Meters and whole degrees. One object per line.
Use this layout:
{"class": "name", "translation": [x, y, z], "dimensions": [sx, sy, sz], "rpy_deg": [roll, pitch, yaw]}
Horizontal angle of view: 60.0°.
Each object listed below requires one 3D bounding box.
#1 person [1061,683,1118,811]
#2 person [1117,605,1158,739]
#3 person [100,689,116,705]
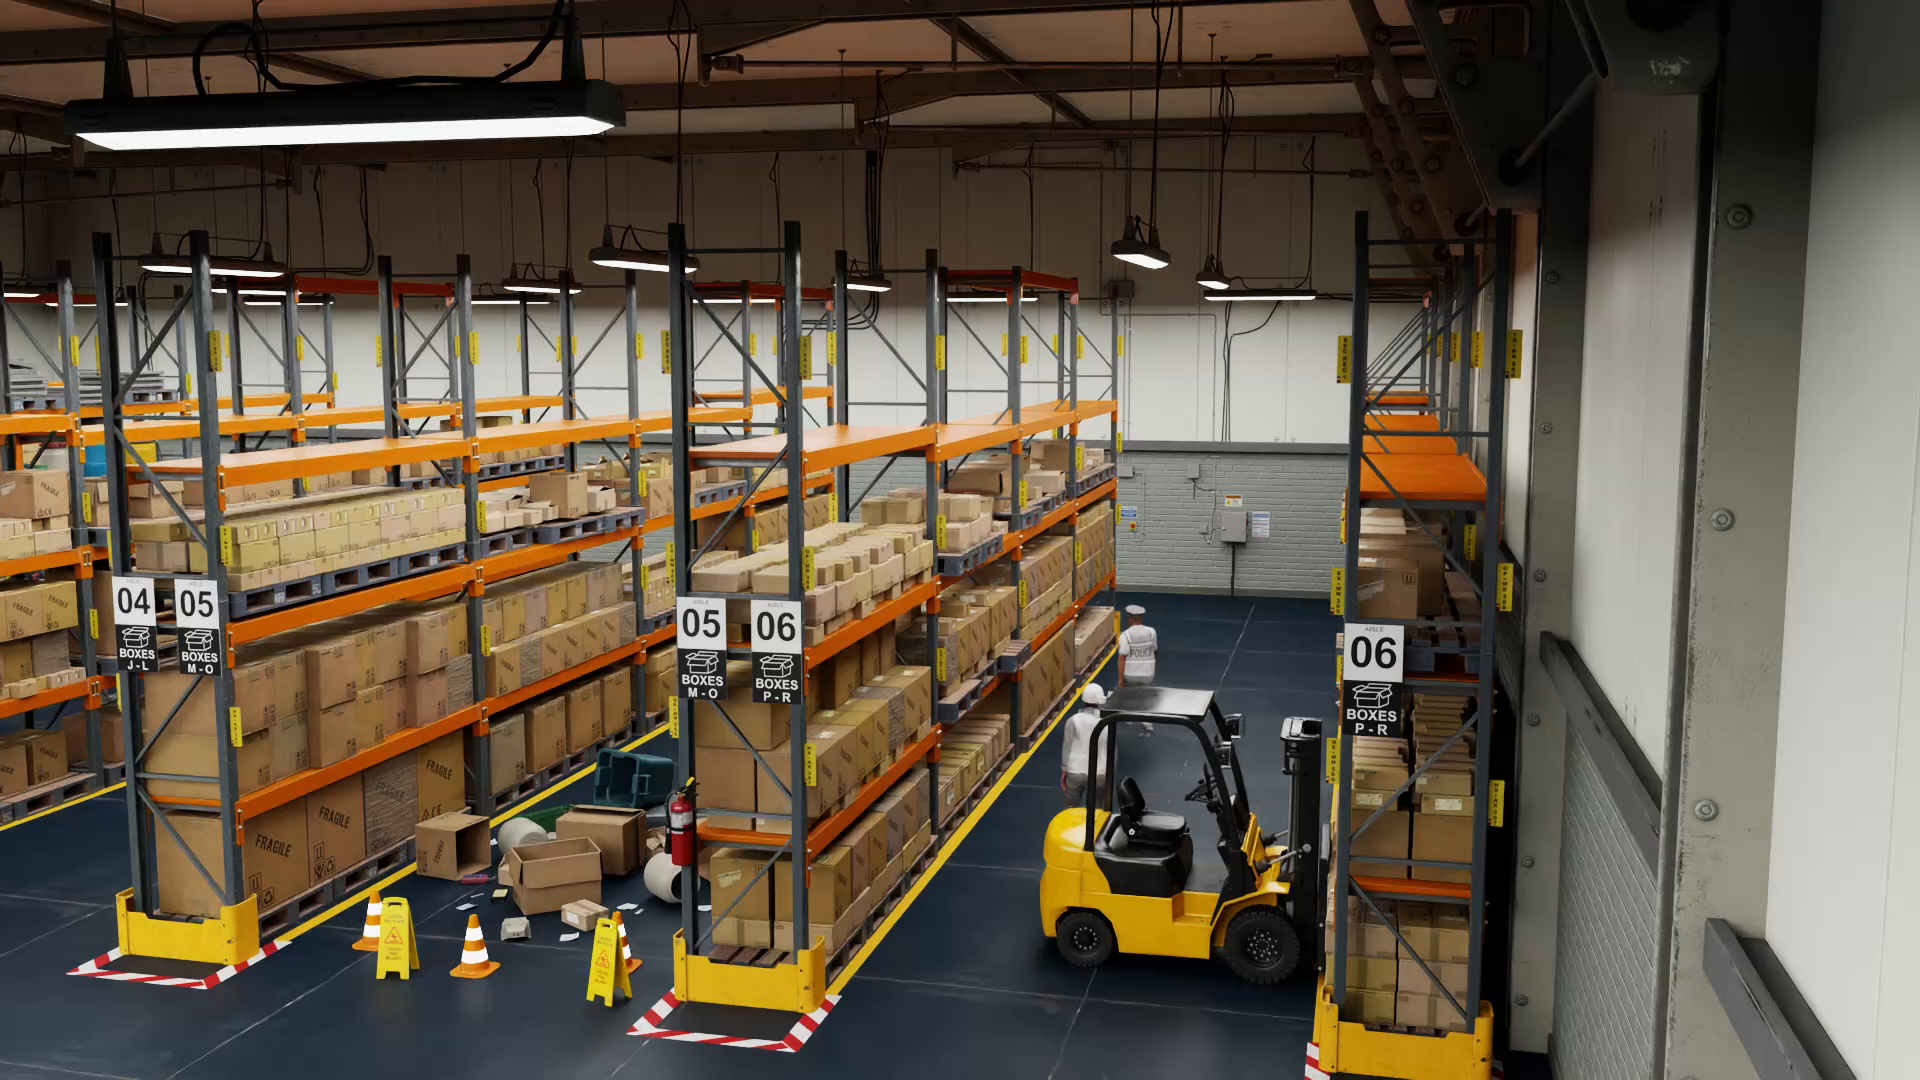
{"class": "person", "translation": [1.271, 2.266, 16.320], "dimensions": [0.552, 1.729, 0.641], "rpy_deg": [1, 7, 6]}
{"class": "person", "translation": [2.214, 1.638, 20.771], "dimensions": [0.548, 1.651, 0.835], "rpy_deg": [-1, 7, -11]}
{"class": "person", "translation": [-12.020, 1.519, 23.200], "dimensions": [0.522, 1.653, 0.810], "rpy_deg": [1, 7, 11]}
